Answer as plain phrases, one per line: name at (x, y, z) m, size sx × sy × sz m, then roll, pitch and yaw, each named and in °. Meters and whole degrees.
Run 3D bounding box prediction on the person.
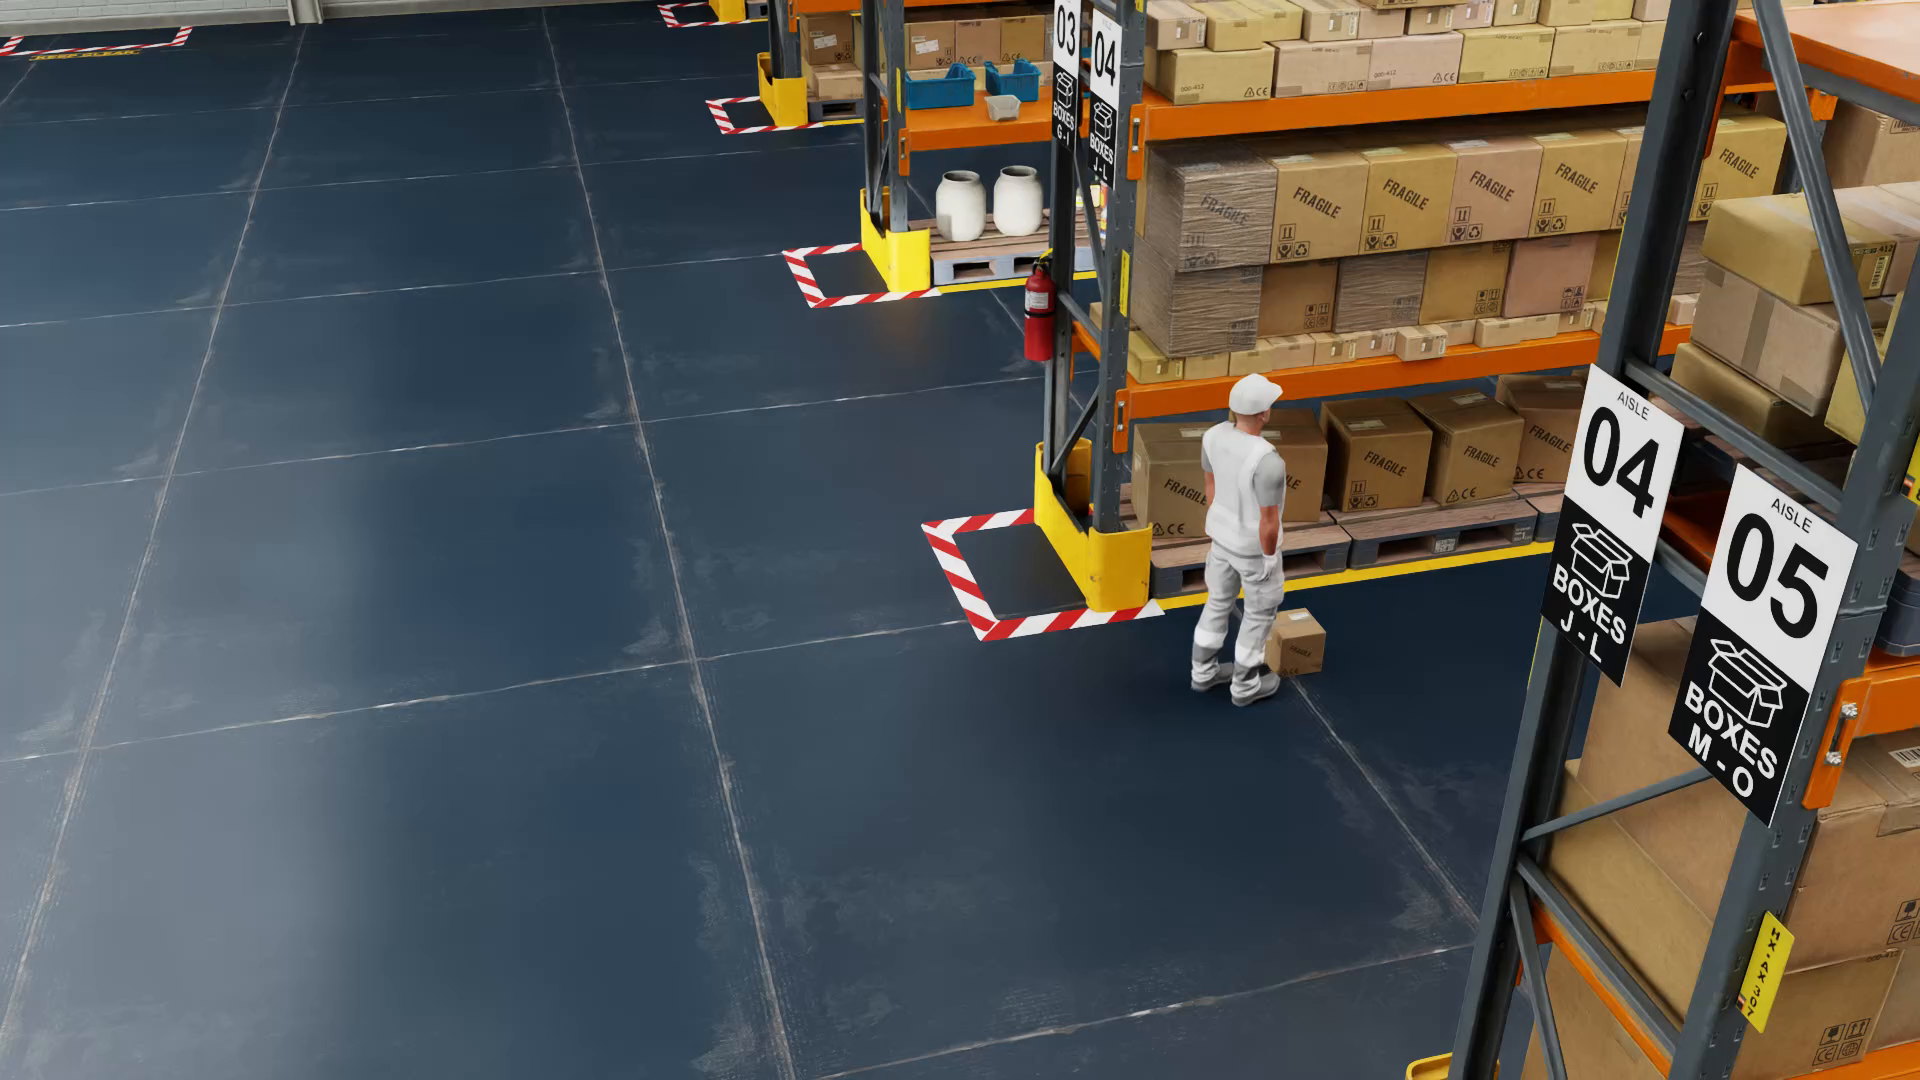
person at (1.416, -0.004, 8.234) m, size 0.390 × 1.792 × 0.525 m, roll -18°, pitch 35°, yaw -28°
